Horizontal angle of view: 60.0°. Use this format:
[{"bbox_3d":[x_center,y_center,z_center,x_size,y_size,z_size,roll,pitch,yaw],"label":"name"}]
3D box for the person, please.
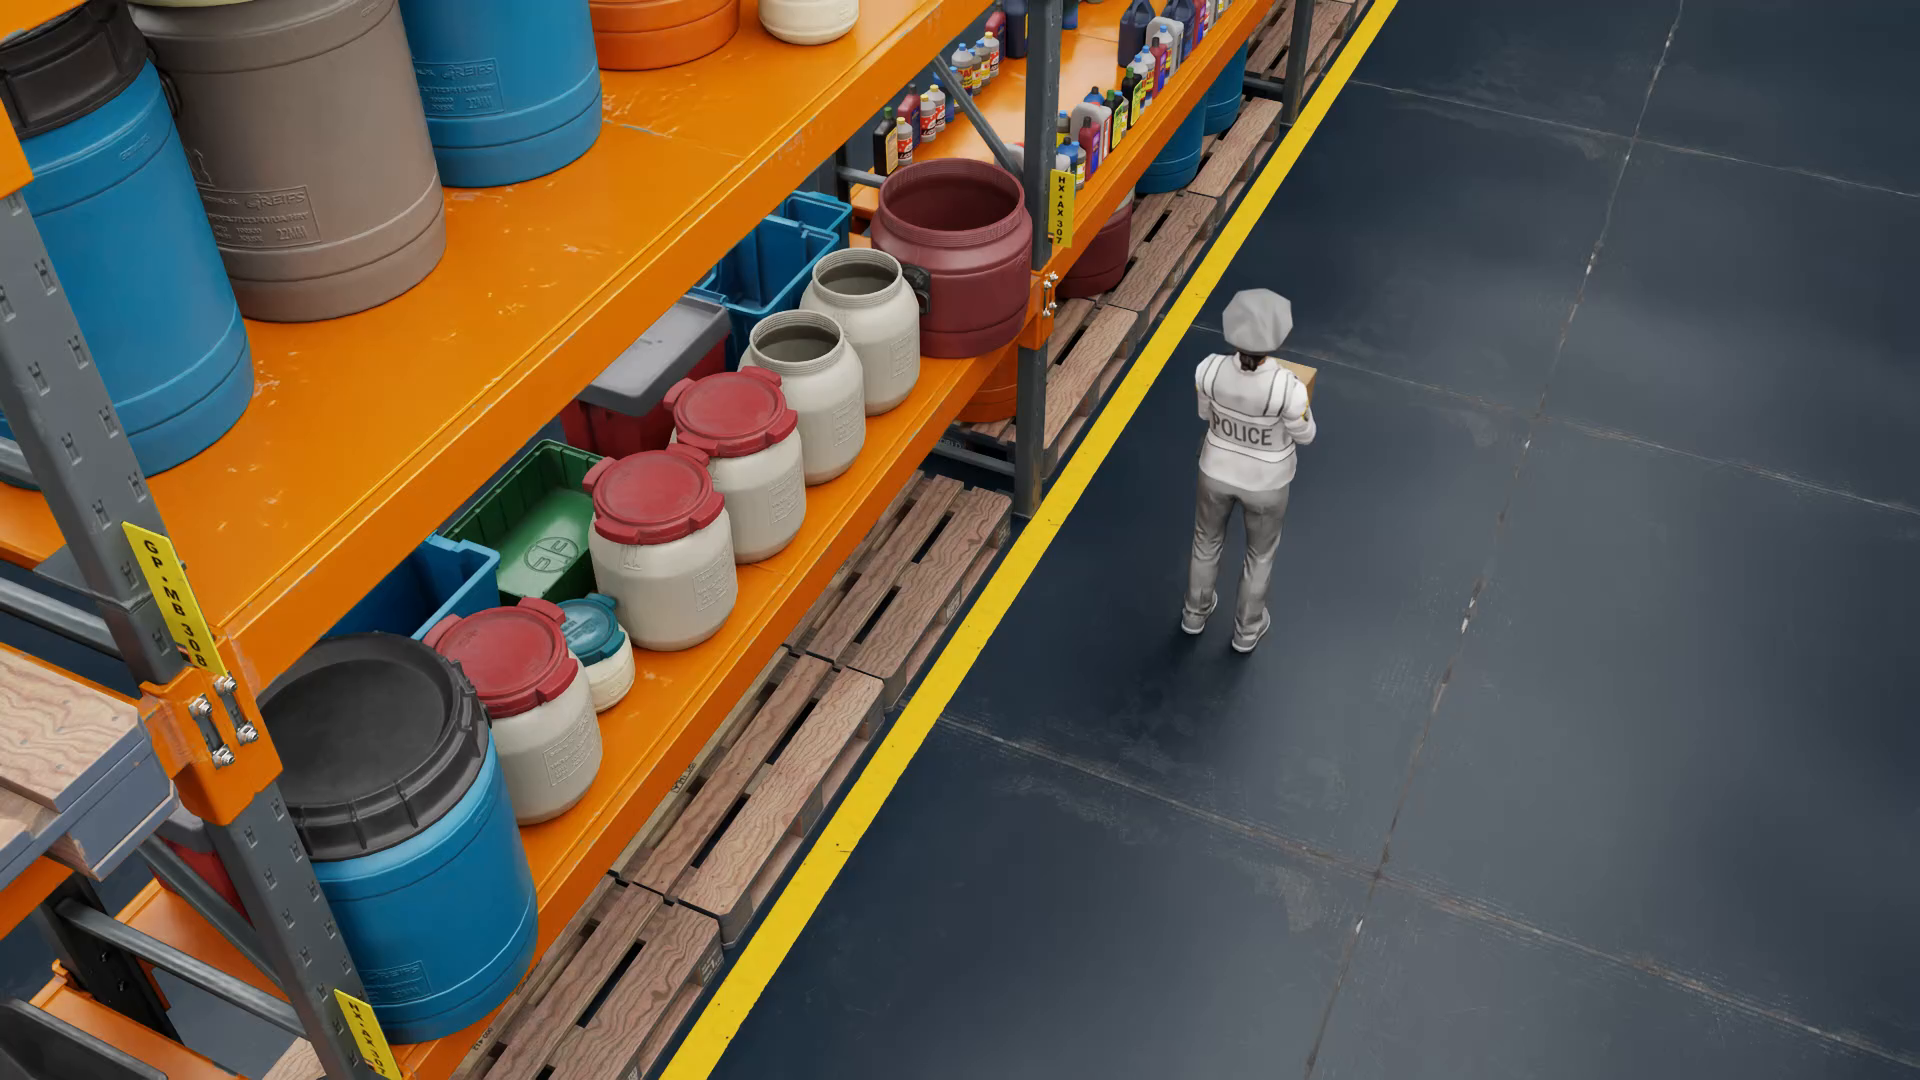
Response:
[{"bbox_3d":[1.129,-0.294,6.468,0.459,1.686,0.553,18,45,19],"label":"person"}]
